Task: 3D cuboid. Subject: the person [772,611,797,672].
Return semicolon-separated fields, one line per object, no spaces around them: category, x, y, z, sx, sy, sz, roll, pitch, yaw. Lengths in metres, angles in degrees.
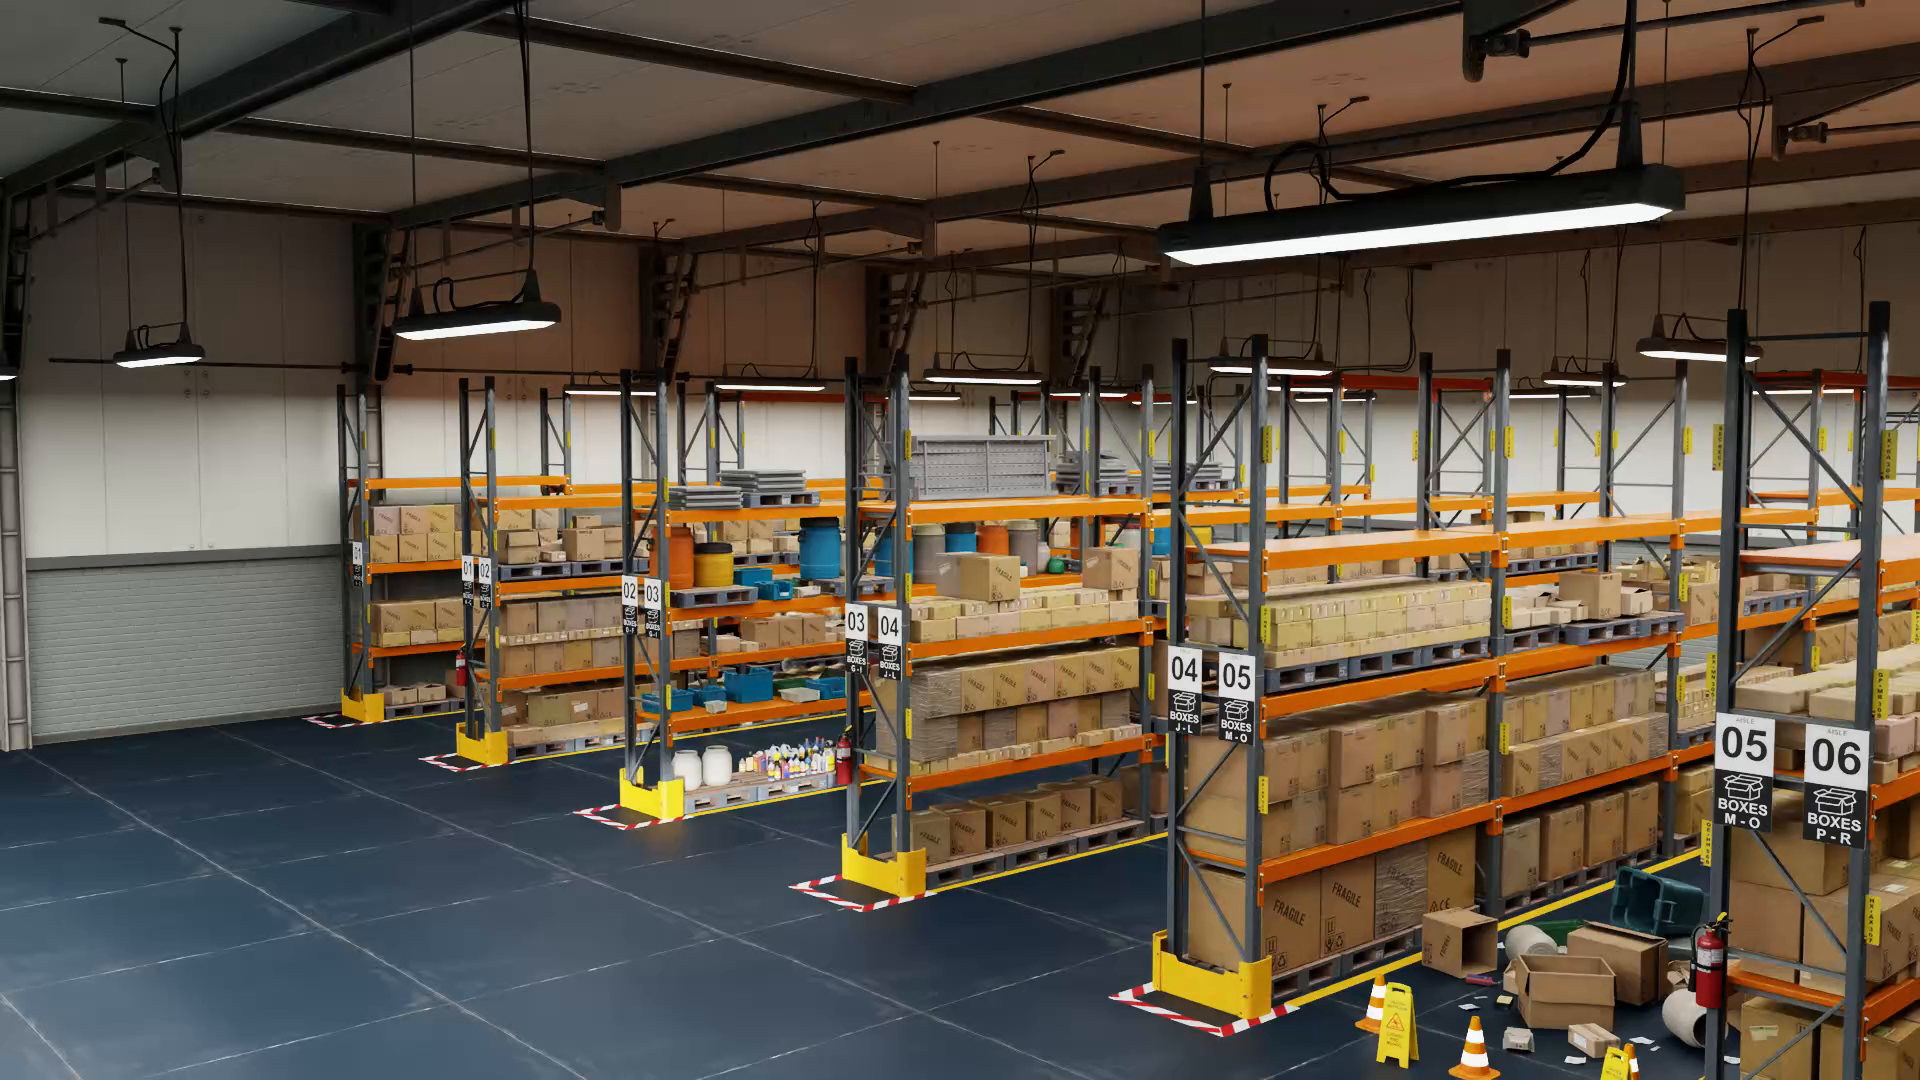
person;-3.473;2.093;33.477;0.692;1.750;1.014;2;4;25
